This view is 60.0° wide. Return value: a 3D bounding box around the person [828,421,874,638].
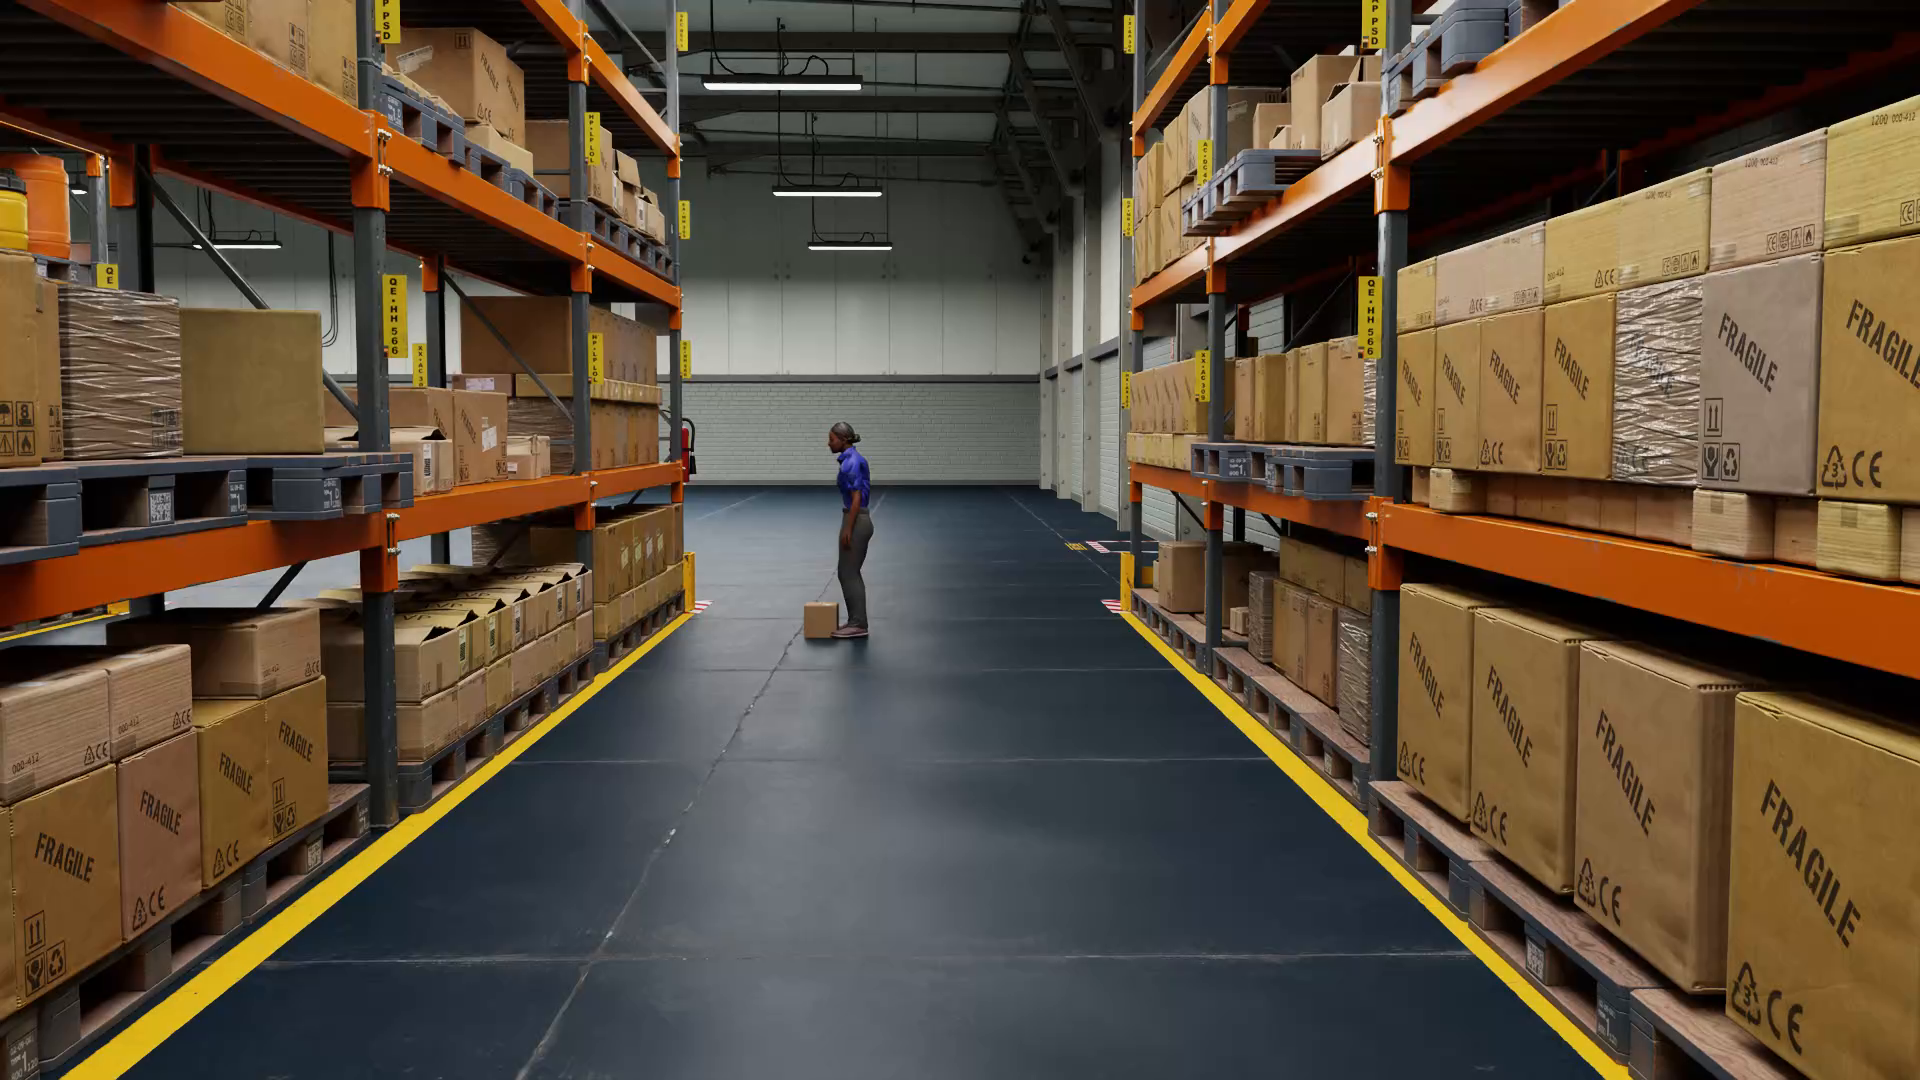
[{"bbox_3d":[-0.839,-0.085,12.789,0.351,1.655,0.523,0,4,-3],"label":"person"}]
